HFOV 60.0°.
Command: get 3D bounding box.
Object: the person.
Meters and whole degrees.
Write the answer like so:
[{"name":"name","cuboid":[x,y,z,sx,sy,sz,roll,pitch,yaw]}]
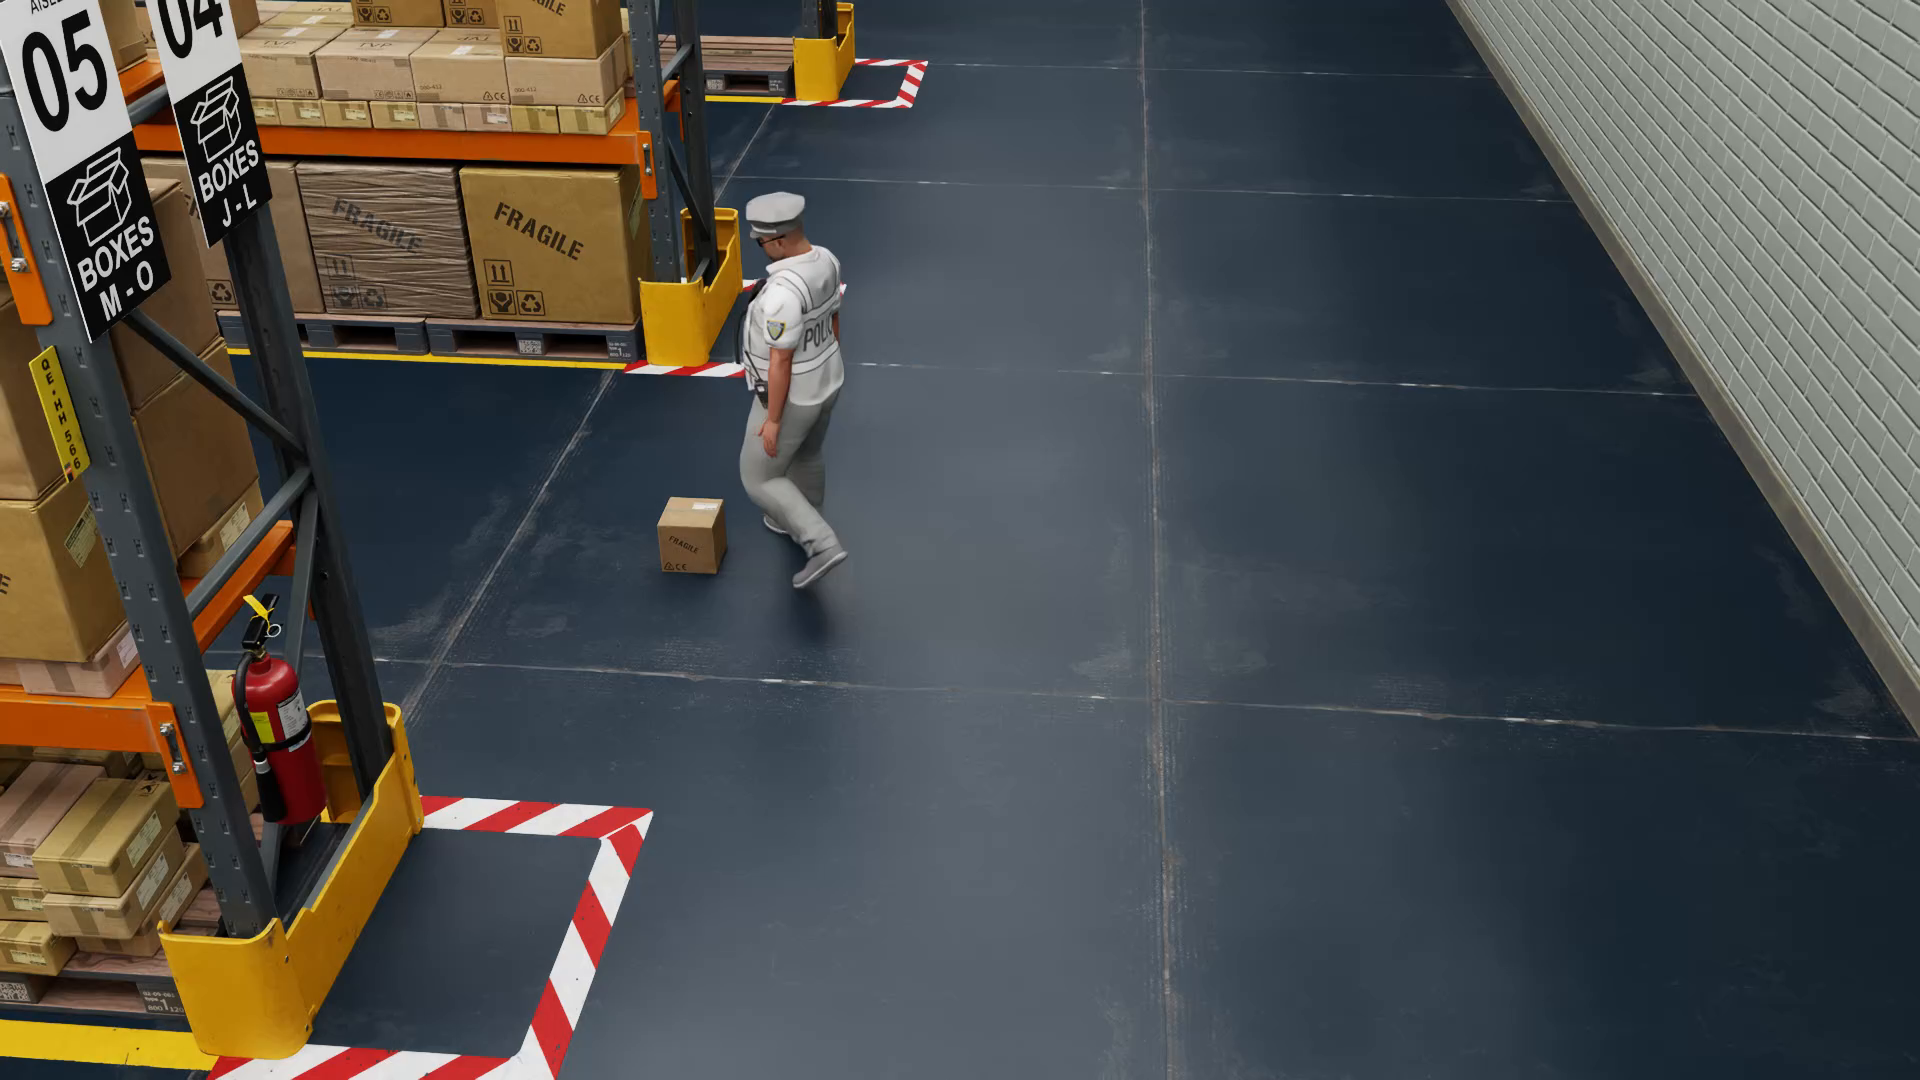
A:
[{"name":"person","cuboid":[-0.713,-0.647,7.176,0.654,1.740,0.658,12,34,19]}]
